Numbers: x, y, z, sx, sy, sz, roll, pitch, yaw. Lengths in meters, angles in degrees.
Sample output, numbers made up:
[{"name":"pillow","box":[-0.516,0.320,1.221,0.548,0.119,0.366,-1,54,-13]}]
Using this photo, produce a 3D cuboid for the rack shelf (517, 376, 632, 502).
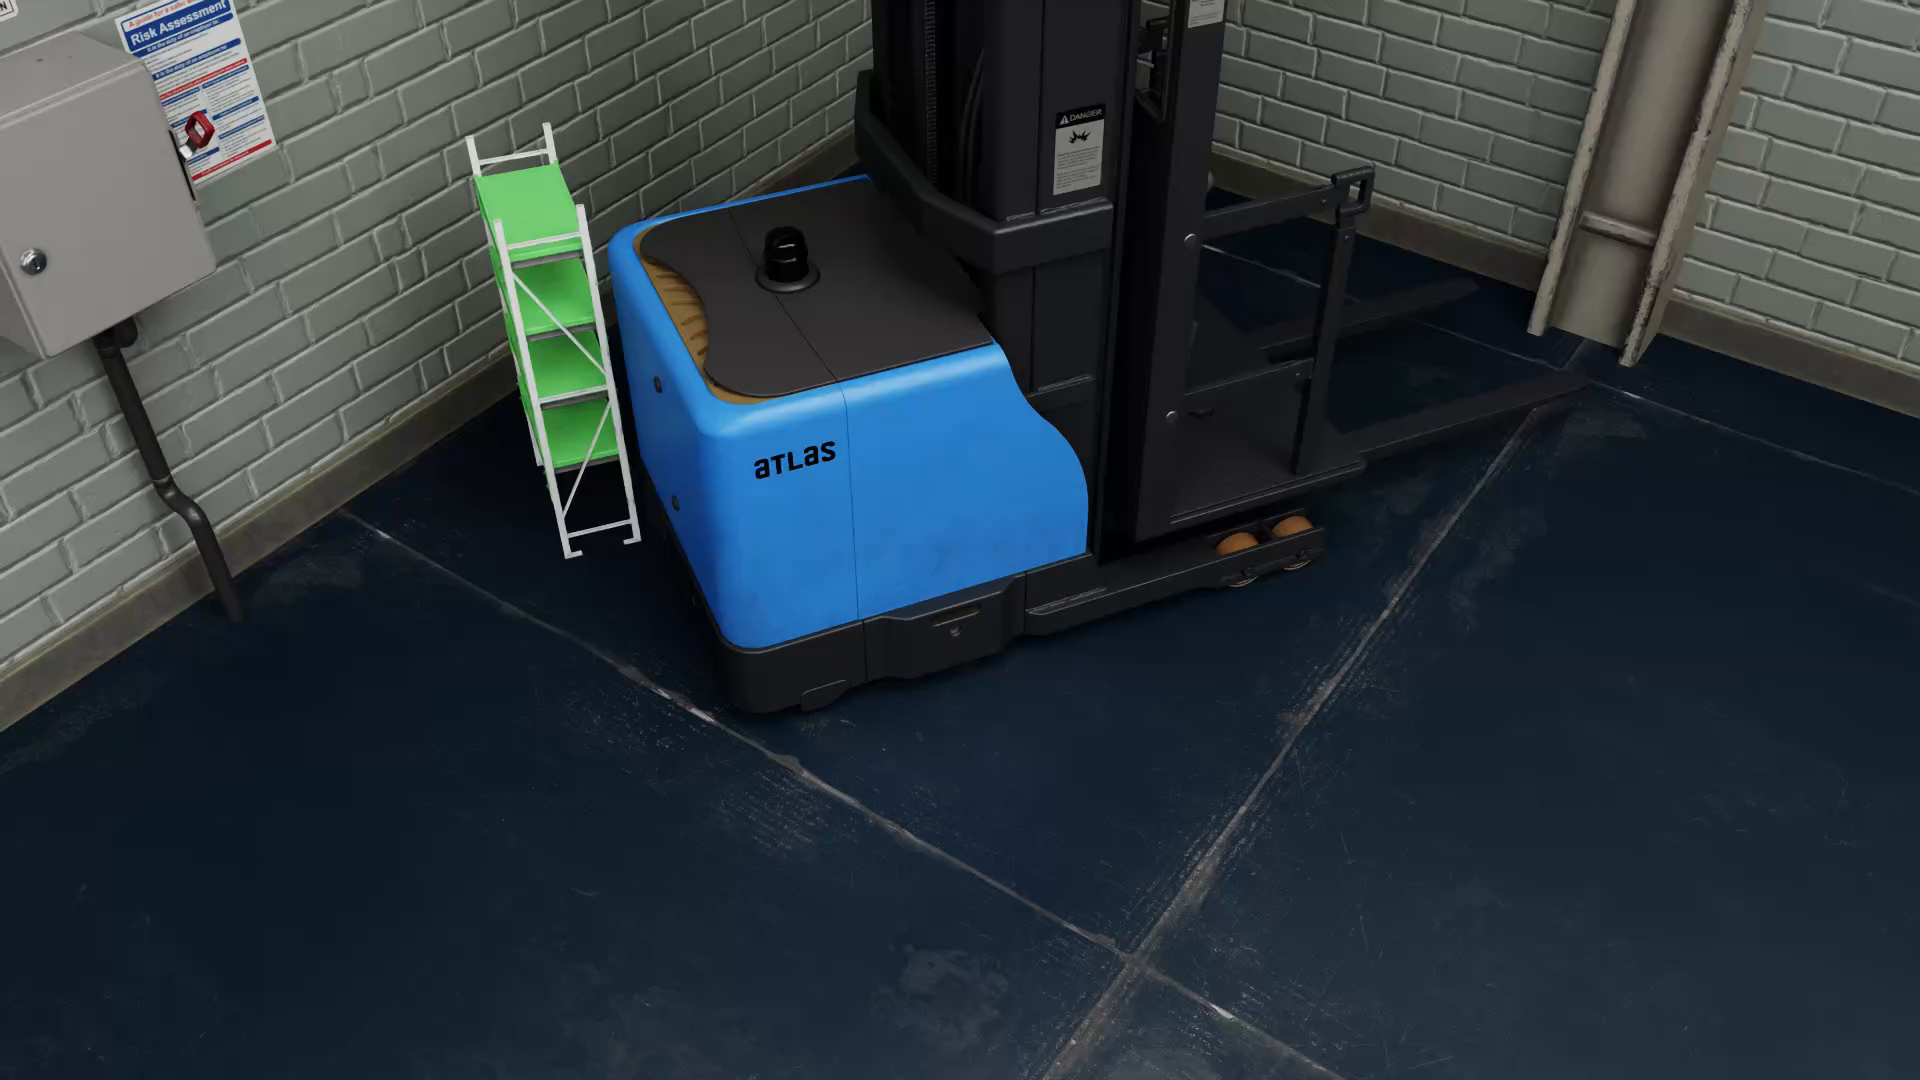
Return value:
[{"name":"rack shelf","box":[-1.207,-0.347,5.193,0.258,0.148,0.480,-14,44,-15]}]

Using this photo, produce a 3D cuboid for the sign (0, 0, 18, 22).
[{"name":"sign","box":[-2.336,-1.250,3.778,0.001,0.242,0.339,25,48,25]}]

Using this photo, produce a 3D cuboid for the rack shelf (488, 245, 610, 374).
[{"name":"rack shelf","box":[-1.207,-0.704,4.873,0.258,0.148,0.480,-14,44,-15]}]

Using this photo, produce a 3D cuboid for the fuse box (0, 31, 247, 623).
[{"name":"fuse box","box":[-2.134,-0.413,4.428,0.414,1.711,0.539,25,48,25]}]

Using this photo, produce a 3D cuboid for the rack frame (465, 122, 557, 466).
[{"name":"rack frame","box":[-1.294,-0.725,5.161,0.240,1.200,0.015,-14,44,-15]}]

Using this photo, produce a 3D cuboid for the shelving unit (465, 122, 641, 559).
[{"name":"shelving unit","box":[-1.207,-0.573,4.991,0.258,1.200,0.503,-14,44,-15]}]

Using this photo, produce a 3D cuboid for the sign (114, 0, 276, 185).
[{"name":"sign","box":[-2.020,-1.207,4.420,0.001,0.494,0.329,25,48,25]}]

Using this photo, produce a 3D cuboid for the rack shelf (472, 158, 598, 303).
[{"name":"rack shelf","box":[-1.207,-0.883,4.713,0.258,0.148,0.480,-14,44,-15]}]

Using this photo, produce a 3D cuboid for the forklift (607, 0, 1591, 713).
[{"name":"forklift","box":[0.572,-1.257,4.457,3.031,2.935,1.130,-16,44,-17]}]

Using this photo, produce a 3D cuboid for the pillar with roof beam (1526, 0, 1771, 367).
[{"name":"pillar with roof beam","box":[-0.145,-1.777,0.488,0.400,9.000,9.100,25,48,25]}]

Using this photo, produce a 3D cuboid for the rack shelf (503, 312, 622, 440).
[{"name":"rack shelf","box":[-1.207,-0.525,5.033,0.258,0.148,0.480,-14,44,-15]}]

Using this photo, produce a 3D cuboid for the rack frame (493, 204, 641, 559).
[{"name":"rack frame","box":[-1.120,-0.421,4.821,0.240,1.200,0.015,-14,44,-15]}]
